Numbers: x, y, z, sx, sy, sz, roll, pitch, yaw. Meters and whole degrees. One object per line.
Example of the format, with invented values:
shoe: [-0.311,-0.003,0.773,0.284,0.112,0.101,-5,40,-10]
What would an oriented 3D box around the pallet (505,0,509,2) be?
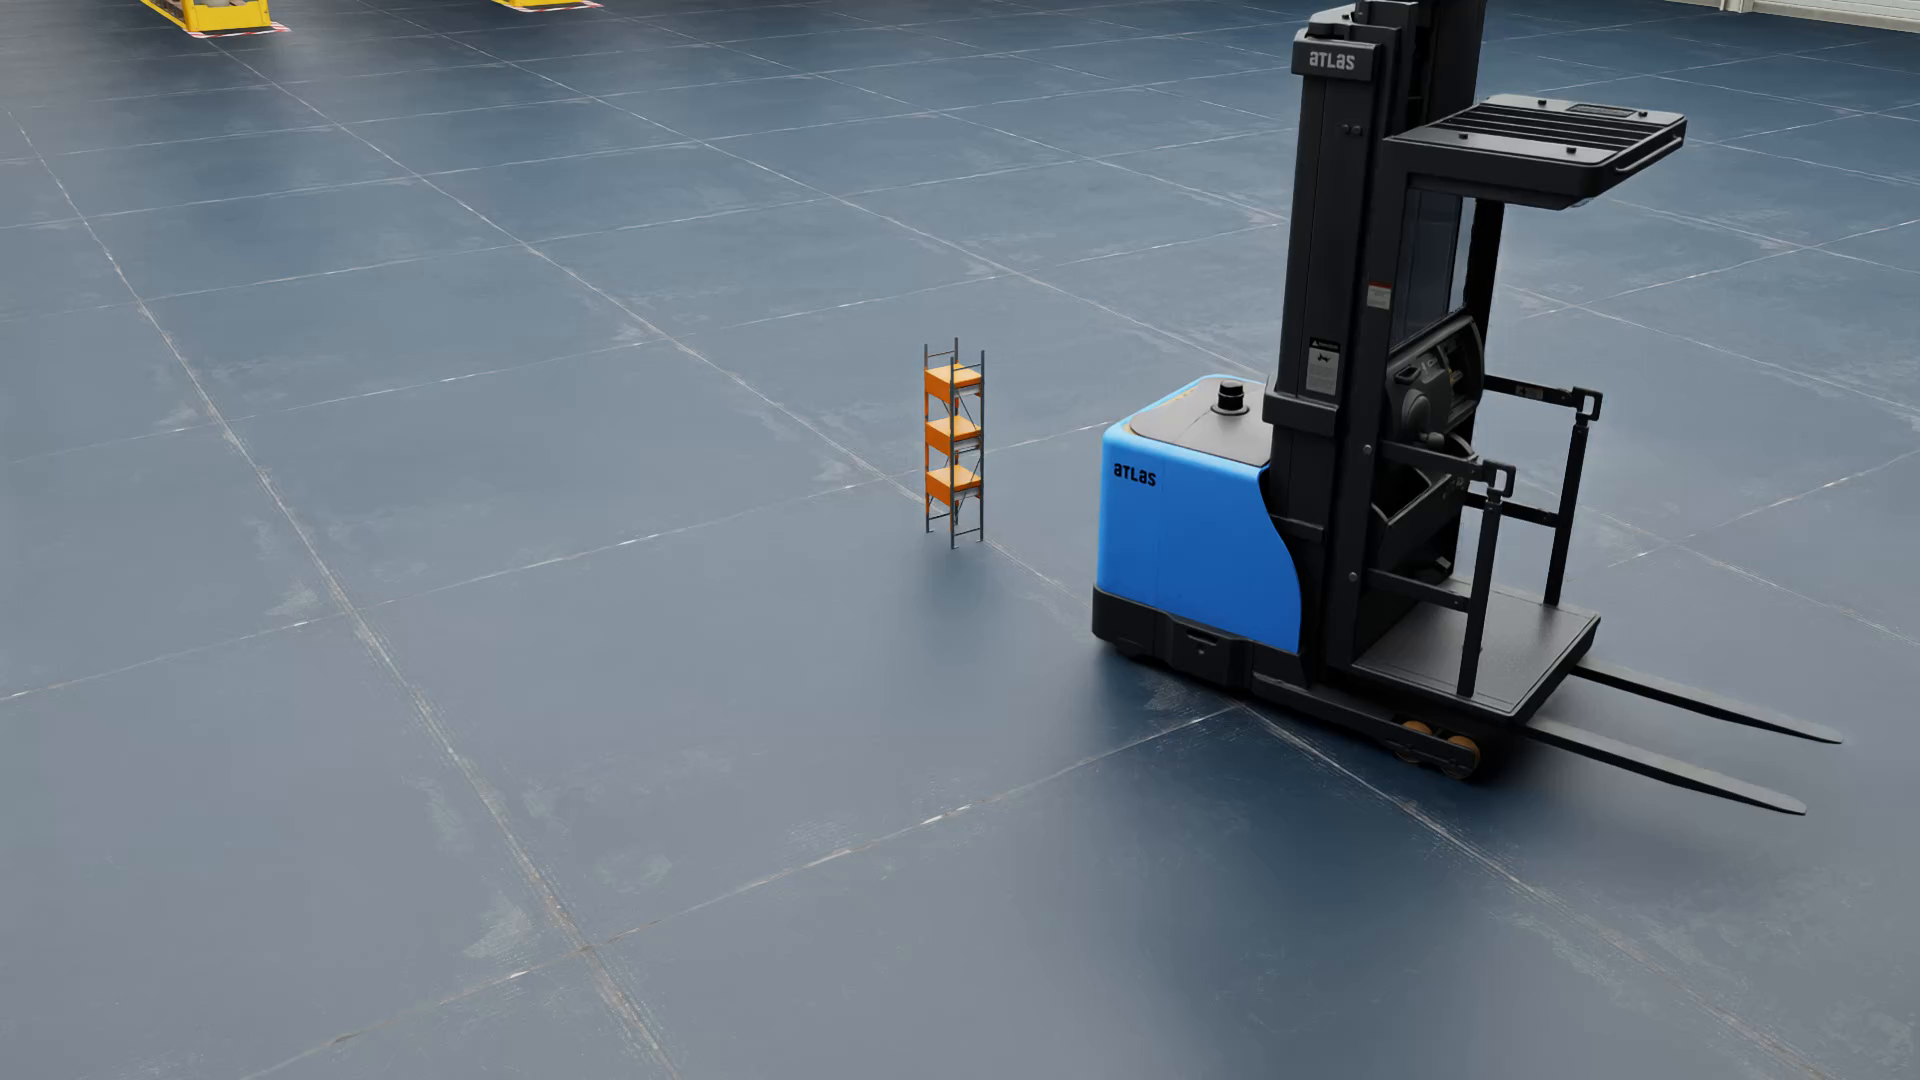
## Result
pallet: [-7.309,-9.332,28.272,1.003,0.211,1.213,-16,29,-30]

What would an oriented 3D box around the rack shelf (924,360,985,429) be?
rack shelf: [-0.029,-0.741,8.450,0.215,0.259,0.240,-16,29,-30]

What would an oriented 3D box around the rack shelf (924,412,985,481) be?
rack shelf: [-0.029,-0.484,8.571,0.215,0.259,0.240,-16,29,-30]

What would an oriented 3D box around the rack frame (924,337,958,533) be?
rack frame: [-0.096,-0.538,8.659,0.200,1.050,0.008,-16,29,-30]

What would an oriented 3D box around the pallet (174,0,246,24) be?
pallet: [-11.523,-8.160,25.788,1.003,0.211,1.213,-16,29,-30]

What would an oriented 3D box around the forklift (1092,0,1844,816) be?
forklift: [2.090,-0.621,6.631,3.031,2.935,1.130,18,31,33]

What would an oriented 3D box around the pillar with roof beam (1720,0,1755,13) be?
pillar with roof beam: [8.925,-11.612,22.806,9.100,9.000,0.400,-16,29,-30]

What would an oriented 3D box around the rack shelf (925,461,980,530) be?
rack shelf: [-0.029,-0.233,8.690,0.215,0.259,0.240,-16,29,-30]

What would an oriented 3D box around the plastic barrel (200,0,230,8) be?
plastic barrel: [-11.427,-8.396,25.443,0.421,0.512,0.421,0,25,0]

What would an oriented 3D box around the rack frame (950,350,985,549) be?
rack frame: [0.037,-0.450,8.474,0.200,1.050,0.008,-16,29,-30]

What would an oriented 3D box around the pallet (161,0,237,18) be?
pallet: [-12.185,-8.596,26.712,1.003,0.211,1.213,-16,29,-30]

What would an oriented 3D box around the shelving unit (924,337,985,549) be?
shelving unit: [-0.029,-0.494,8.566,0.215,1.050,0.252,-16,29,-30]

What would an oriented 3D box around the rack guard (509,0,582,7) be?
rack guard: [-6.895,-9.164,27.577,1.175,0.500,0.348,-16,29,-30]

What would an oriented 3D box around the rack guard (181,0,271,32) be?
rack guard: [-11.084,-7.999,25.109,1.175,0.500,0.348,-16,29,-30]

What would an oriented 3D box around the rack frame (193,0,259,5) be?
rack frame: [-11.003,-9.113,24.541,1.000,3.000,0.127,-16,29,-30]

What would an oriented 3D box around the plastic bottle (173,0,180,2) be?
plastic bottle: [-12.373,-8.601,26.219,0.097,0.201,0.097,0,25,0]

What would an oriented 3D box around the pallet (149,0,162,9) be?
pallet: [-12.855,-9.033,27.637,1.003,0.211,1.213,-16,29,-30]
